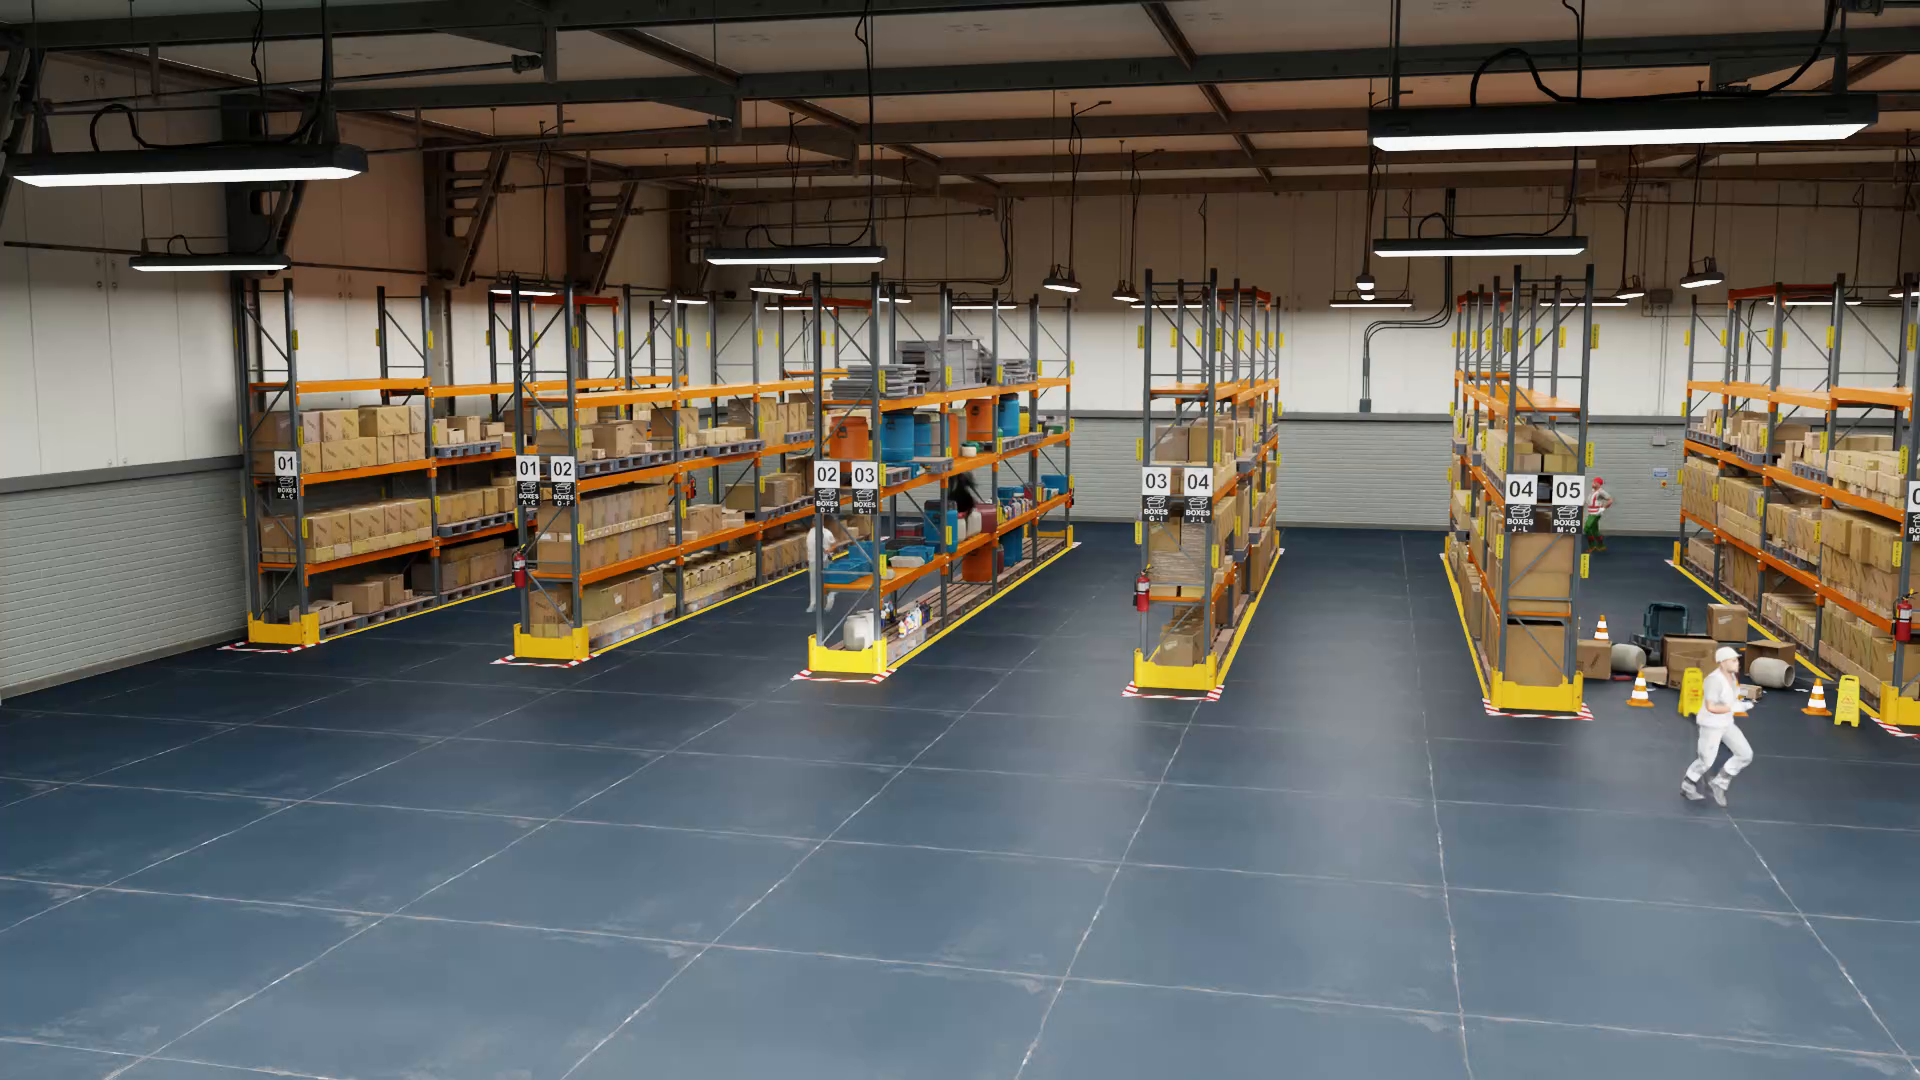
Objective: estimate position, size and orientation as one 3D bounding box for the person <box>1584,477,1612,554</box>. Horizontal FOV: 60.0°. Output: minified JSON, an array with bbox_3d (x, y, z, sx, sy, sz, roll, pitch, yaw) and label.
[{"bbox_3d":[14.878,-0.561,39.025,0.704,1.823,0.632,0,7,0],"label":"person"}]

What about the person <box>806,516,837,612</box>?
[{"bbox_3d":[-2.432,0.418,28.964,0.599,1.721,0.767,3,7,22],"label":"person"}]

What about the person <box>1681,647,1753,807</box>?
[{"bbox_3d":[8.111,1.988,17.760,0.697,1.743,0.806,-5,8,-36],"label":"person"}]

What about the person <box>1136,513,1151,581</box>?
[{"bbox_3d":[4.004,-0.005,35.238,0.578,1.650,1.076,1,7,9],"label":"person"}]
